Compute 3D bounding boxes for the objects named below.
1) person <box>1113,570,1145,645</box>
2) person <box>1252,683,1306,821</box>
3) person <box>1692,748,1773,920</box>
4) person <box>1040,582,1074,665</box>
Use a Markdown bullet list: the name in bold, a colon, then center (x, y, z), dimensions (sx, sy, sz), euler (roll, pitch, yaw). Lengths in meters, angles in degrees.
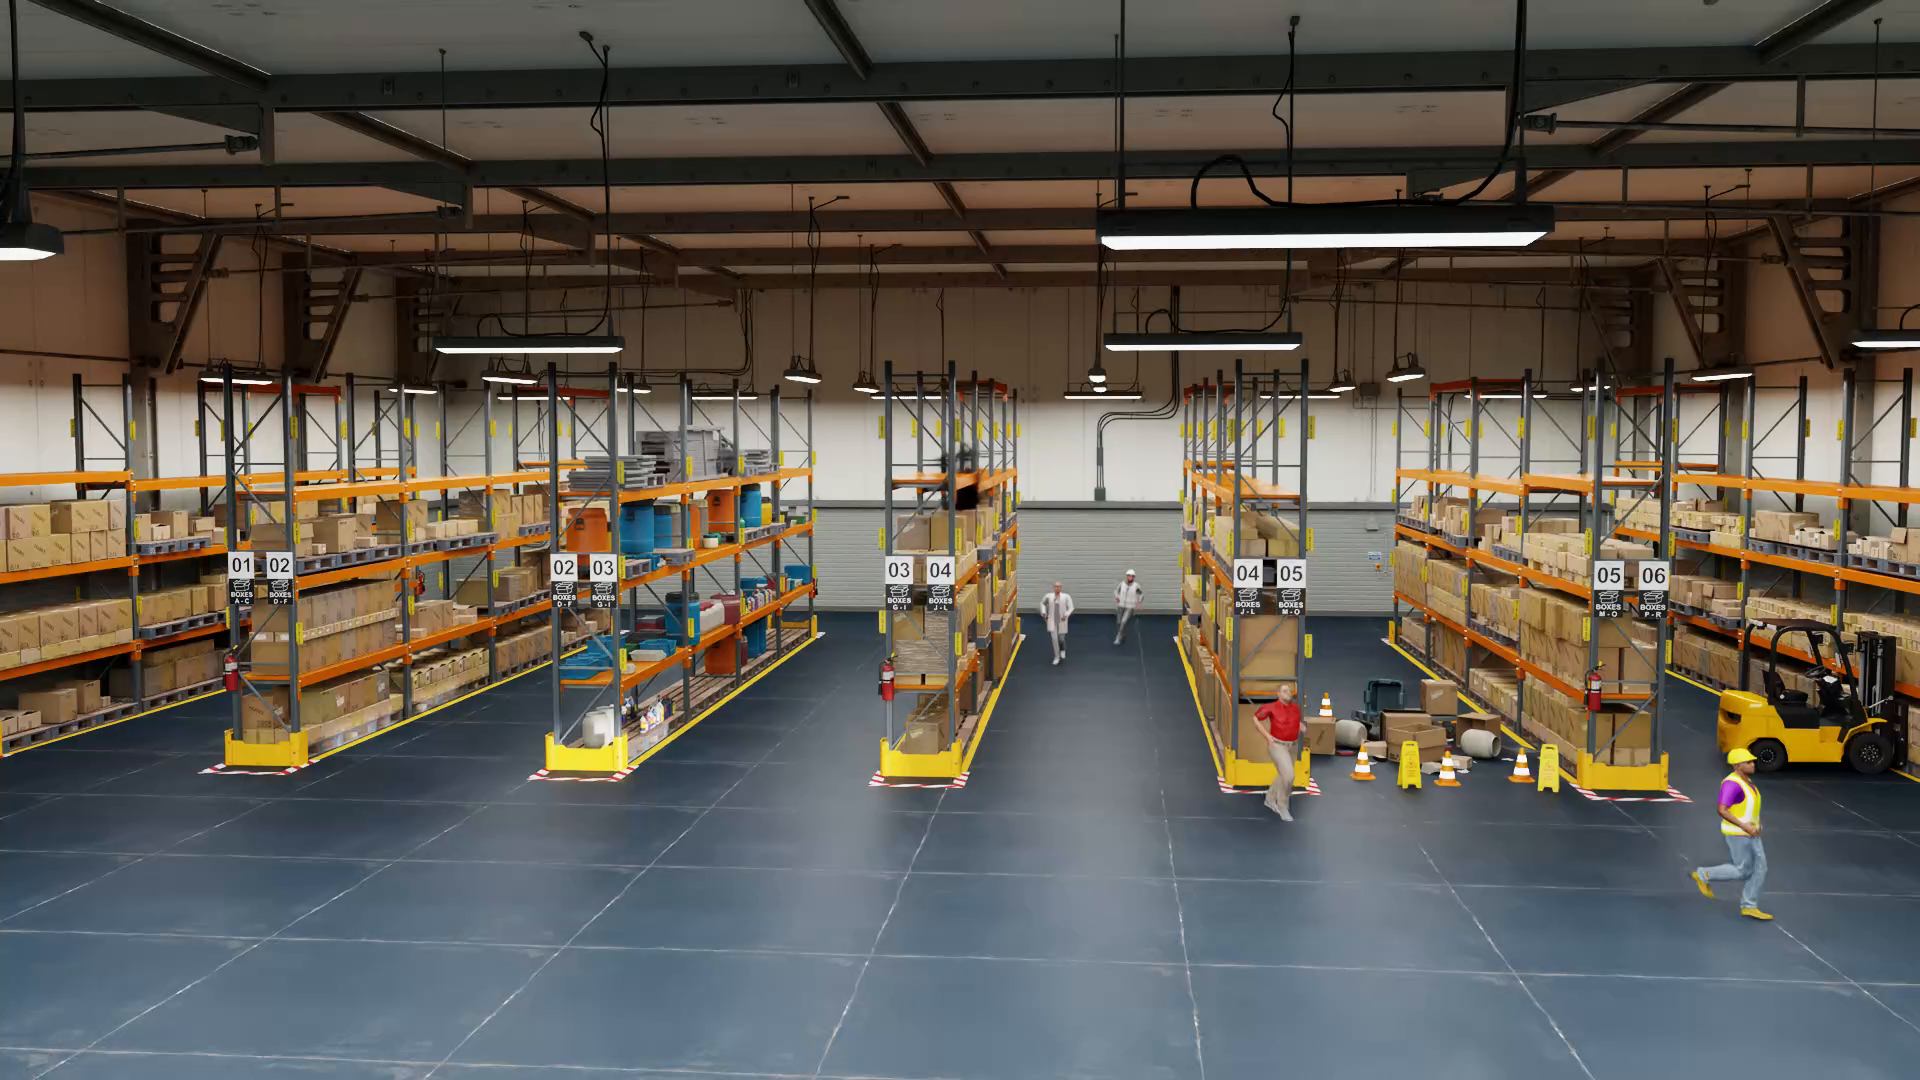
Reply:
- **person**: center (3.927, 1.563, 38.988), dimensions (0.722, 1.735, 0.905), euler (1, 4, 21)
- **person**: center (4.187, 2.748, 21.540), dimensions (0.635, 1.774, 0.713), euler (-3, 5, -35)
- **person**: center (8.025, 3.016, 17.207), dimensions (0.778, 1.743, 0.698), euler (3, 5, 42)
- **person**: center (2.080, 1.774, 35.857), dimensions (0.739, 1.751, 0.848), euler (0, 4, 5)
